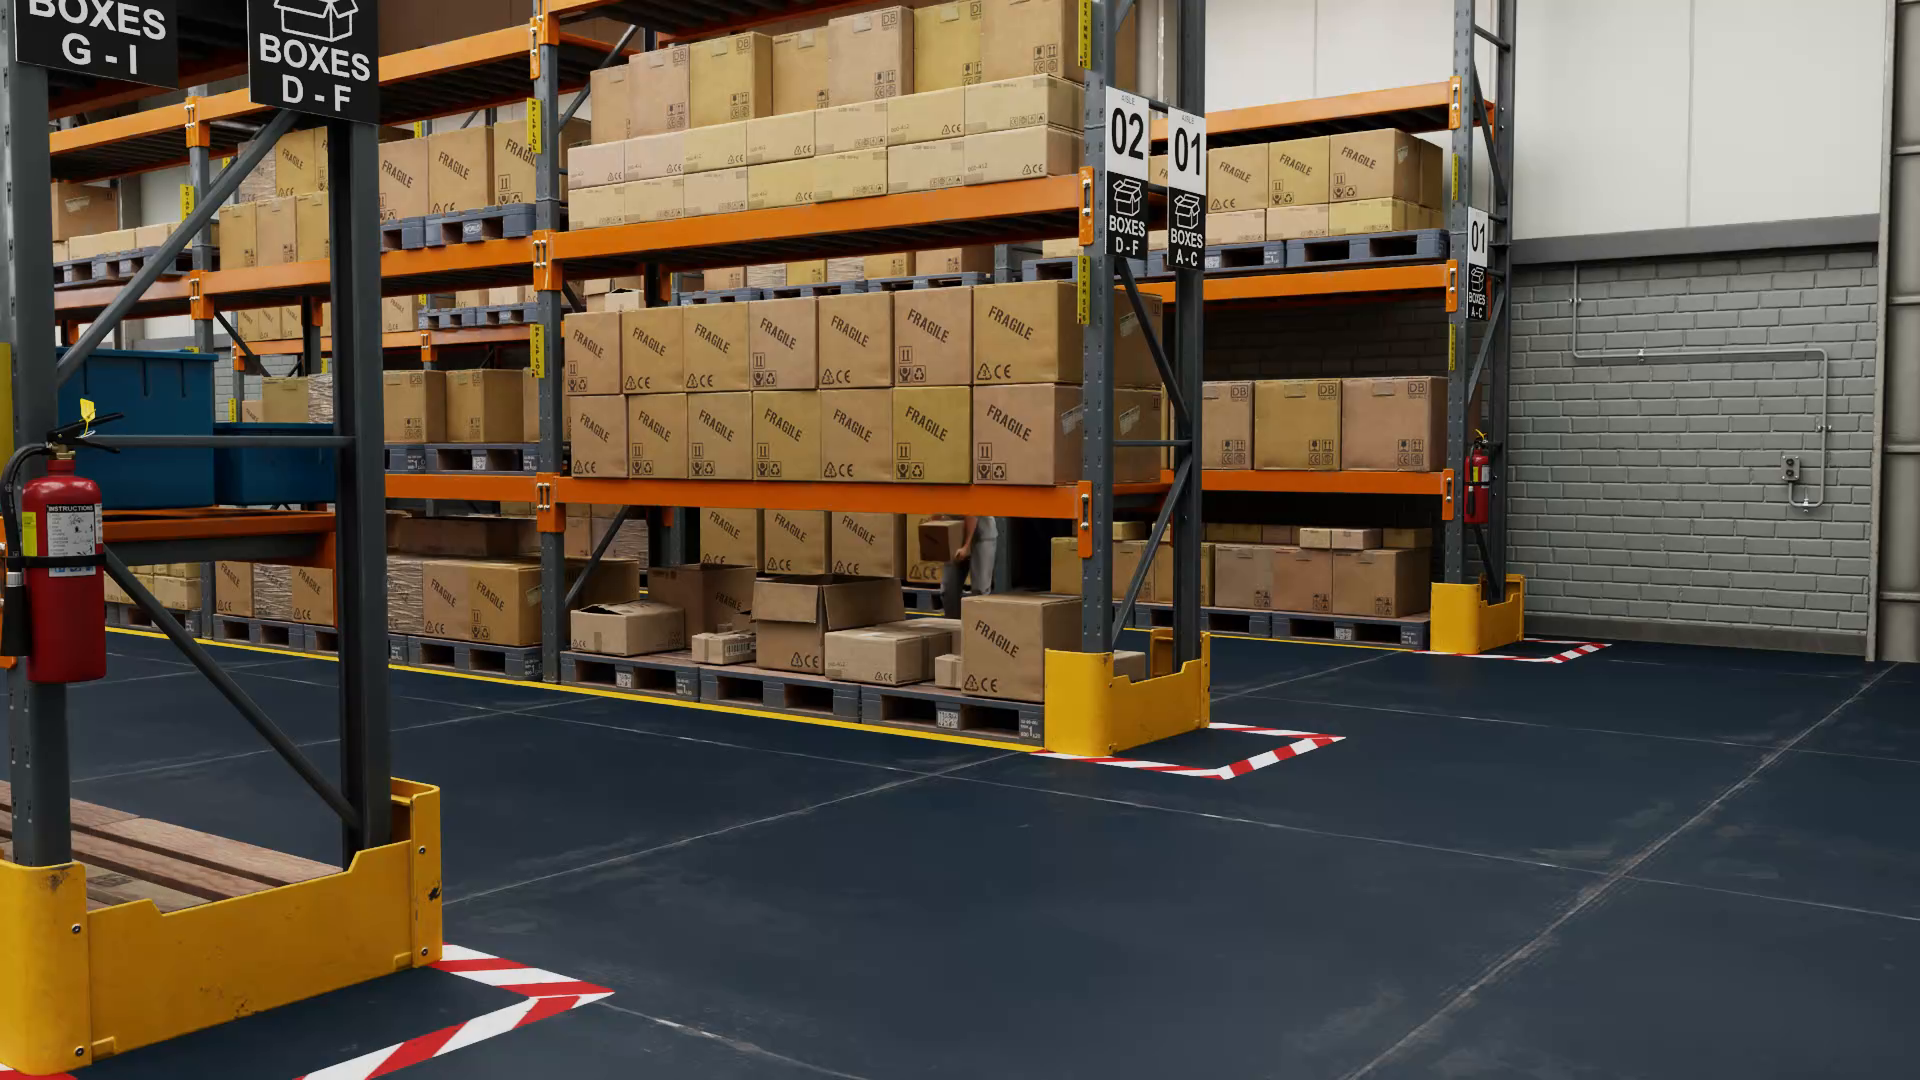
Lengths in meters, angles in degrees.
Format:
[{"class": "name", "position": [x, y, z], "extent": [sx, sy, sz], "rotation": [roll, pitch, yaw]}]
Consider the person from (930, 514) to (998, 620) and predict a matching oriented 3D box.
[{"class": "person", "position": [0.022, 0.046, 11.486], "extent": [0.407, 1.606, 0.550], "rotation": [2, 4, 35]}]
